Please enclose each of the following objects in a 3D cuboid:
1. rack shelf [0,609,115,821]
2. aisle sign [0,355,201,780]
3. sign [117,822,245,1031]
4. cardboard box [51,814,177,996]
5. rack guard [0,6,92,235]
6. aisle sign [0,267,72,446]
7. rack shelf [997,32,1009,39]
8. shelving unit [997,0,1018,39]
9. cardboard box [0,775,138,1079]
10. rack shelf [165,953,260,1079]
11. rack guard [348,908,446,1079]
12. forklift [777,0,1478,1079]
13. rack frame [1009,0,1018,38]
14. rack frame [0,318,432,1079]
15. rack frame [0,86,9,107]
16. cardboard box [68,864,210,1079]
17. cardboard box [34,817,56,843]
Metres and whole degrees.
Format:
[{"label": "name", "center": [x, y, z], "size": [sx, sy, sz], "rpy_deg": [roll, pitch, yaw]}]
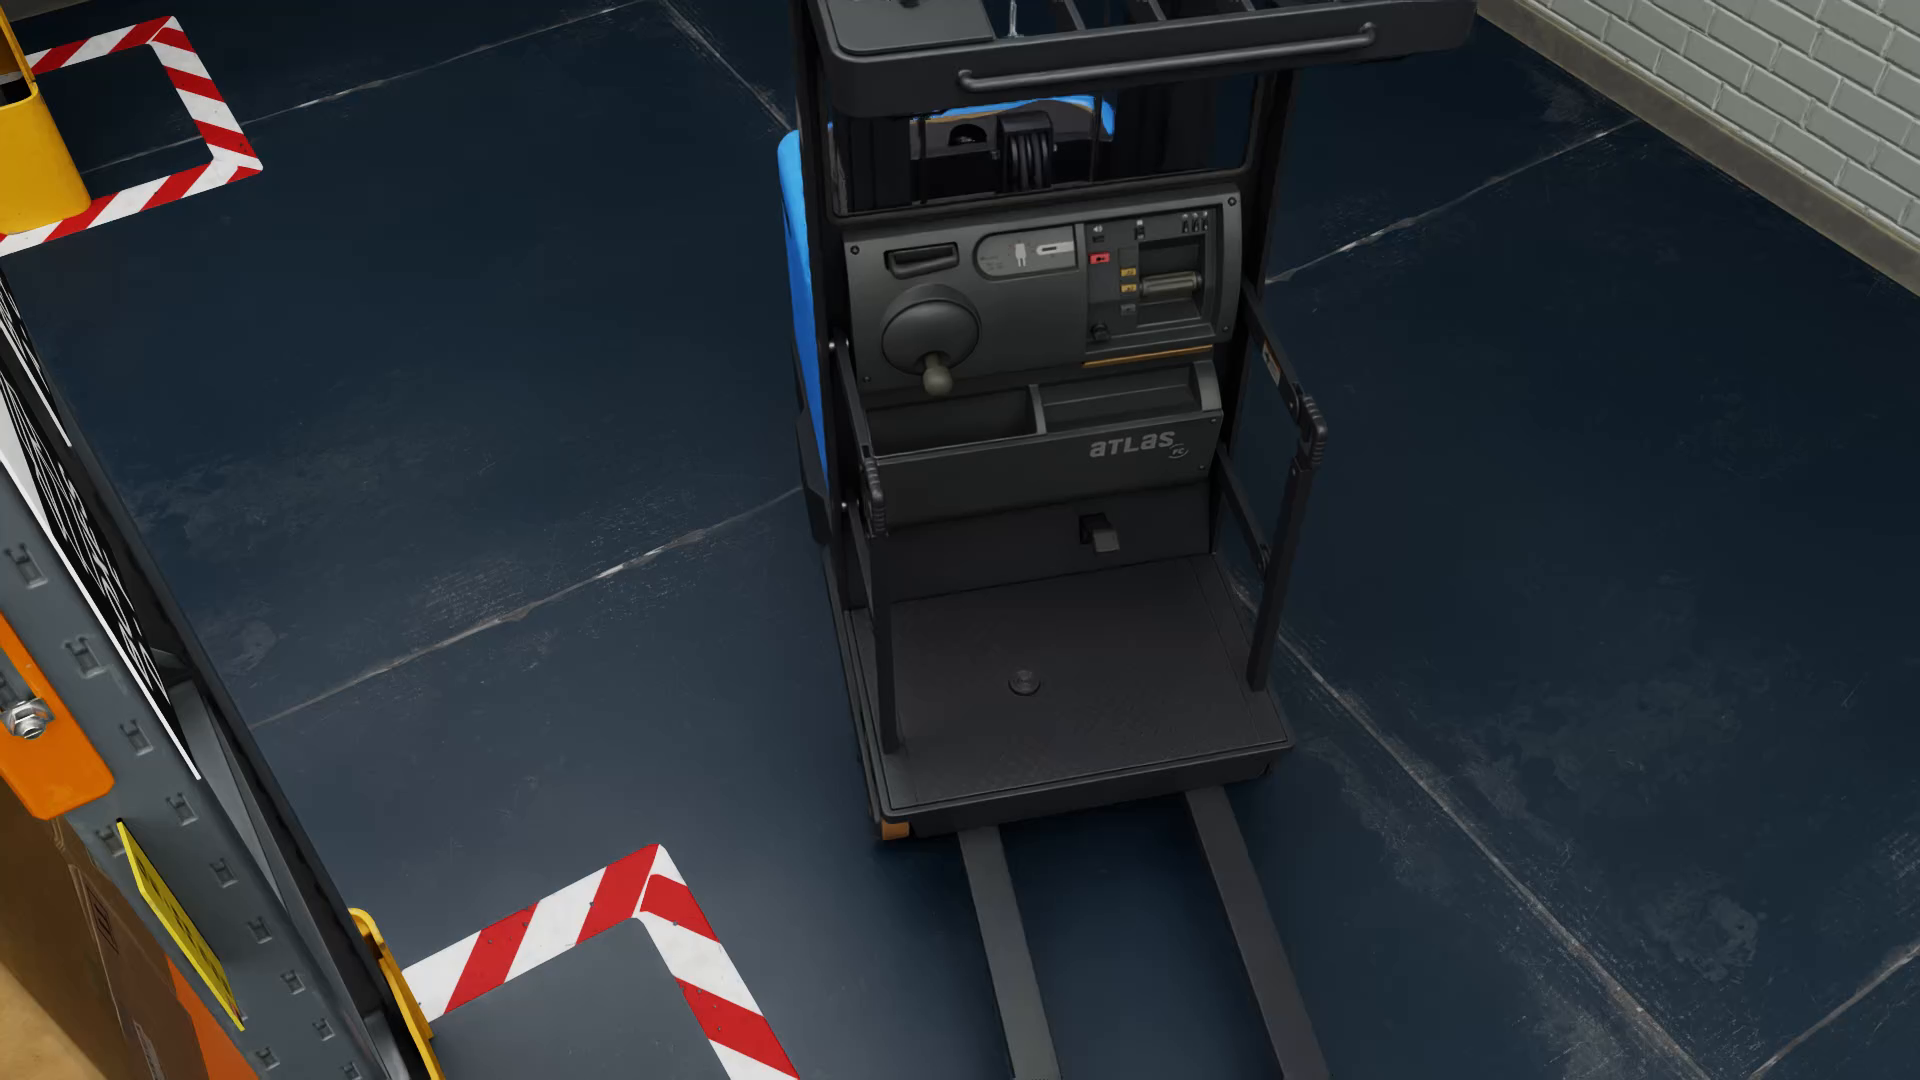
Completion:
[{"label": "rack shelf", "center": [-2.840, 0.609, 1.172], "size": [4.000, 0.370, 1.077], "rpy_deg": [-25, 53, -21]}, {"label": "aisle sign", "center": [-0.928, -0.128, 1.614], "size": [0.004, 0.787, 0.394], "rpy_deg": [-25, 53, -21]}, {"label": "sign", "center": [-0.870, 0.439, 1.864], "size": [0.005, 0.325, 0.100], "rpy_deg": [-25, 53, -21]}, {"label": "cardboard box", "center": [-1.665, 0.547, 2.687], "size": [0.500, 0.500, 0.500], "rpy_deg": [-24, 53, -20]}, {"label": "rack guard", "center": [-3.775, -1.735, 6.460], "size": [0.348, 0.500, 1.175], "rpy_deg": [-25, 53, -21]}, {"label": "aisle sign", "center": [-1.248, -0.507, 1.952], "size": [0.004, 0.787, 0.394], "rpy_deg": [-25, 53, -21]}, {"label": "rack shelf", "center": [-0.056, -1.418, 5.148], "size": [0.480, 0.148, 0.258], "rpy_deg": [-8, 47, -7]}, {"label": "shelving unit", "center": [-0.054, -1.134, 5.451], "size": [0.503, 1.200, 0.258], "rpy_deg": [-8, 47, -7]}, {"label": "cardboard box", "center": [-1.378, 0.556, 2.010], "size": [0.500, 0.500, 0.500], "rpy_deg": [-26, 53, -21]}, {"label": "rack shelf", "center": [-2.840, 1.607, 2.292], "size": [4.000, 0.370, 1.077], "rpy_deg": [-25, 53, -21]}, {"label": "rack guard", "center": [-1.213, 1.432, 3.640], "size": [0.348, 0.500, 1.175], "rpy_deg": [-25, 53, -21]}, {"label": "forklift", "center": [0.246, -0.473, 3.709], "size": [1.130, 2.935, 3.031], "rpy_deg": [-9, 49, -8]}, {"label": "rack frame", "center": [0.186, -1.168, 5.482], "size": [0.015, 1.200, 0.240], "rpy_deg": [-8, 47, -7]}, {"label": "rack frame", "center": [-1.149, 0.570, 2.733], "size": [0.127, 3.000, 1.000], "rpy_deg": [-25, 53, -21]}, {"label": "rack frame", "center": [-3.795, -2.557, 5.518], "size": [0.127, 3.000, 1.000], "rpy_deg": [-25, 53, -21]}, {"label": "cardboard box", "center": [-1.382, 0.888, 2.384], "size": [0.500, 0.500, 0.500], "rpy_deg": [-24, 52, -20]}, {"label": "cardboard box", "center": [-1.665, 0.215, 2.314], "size": [0.500, 0.500, 0.500], "rpy_deg": [-24, 52, -20]}]
